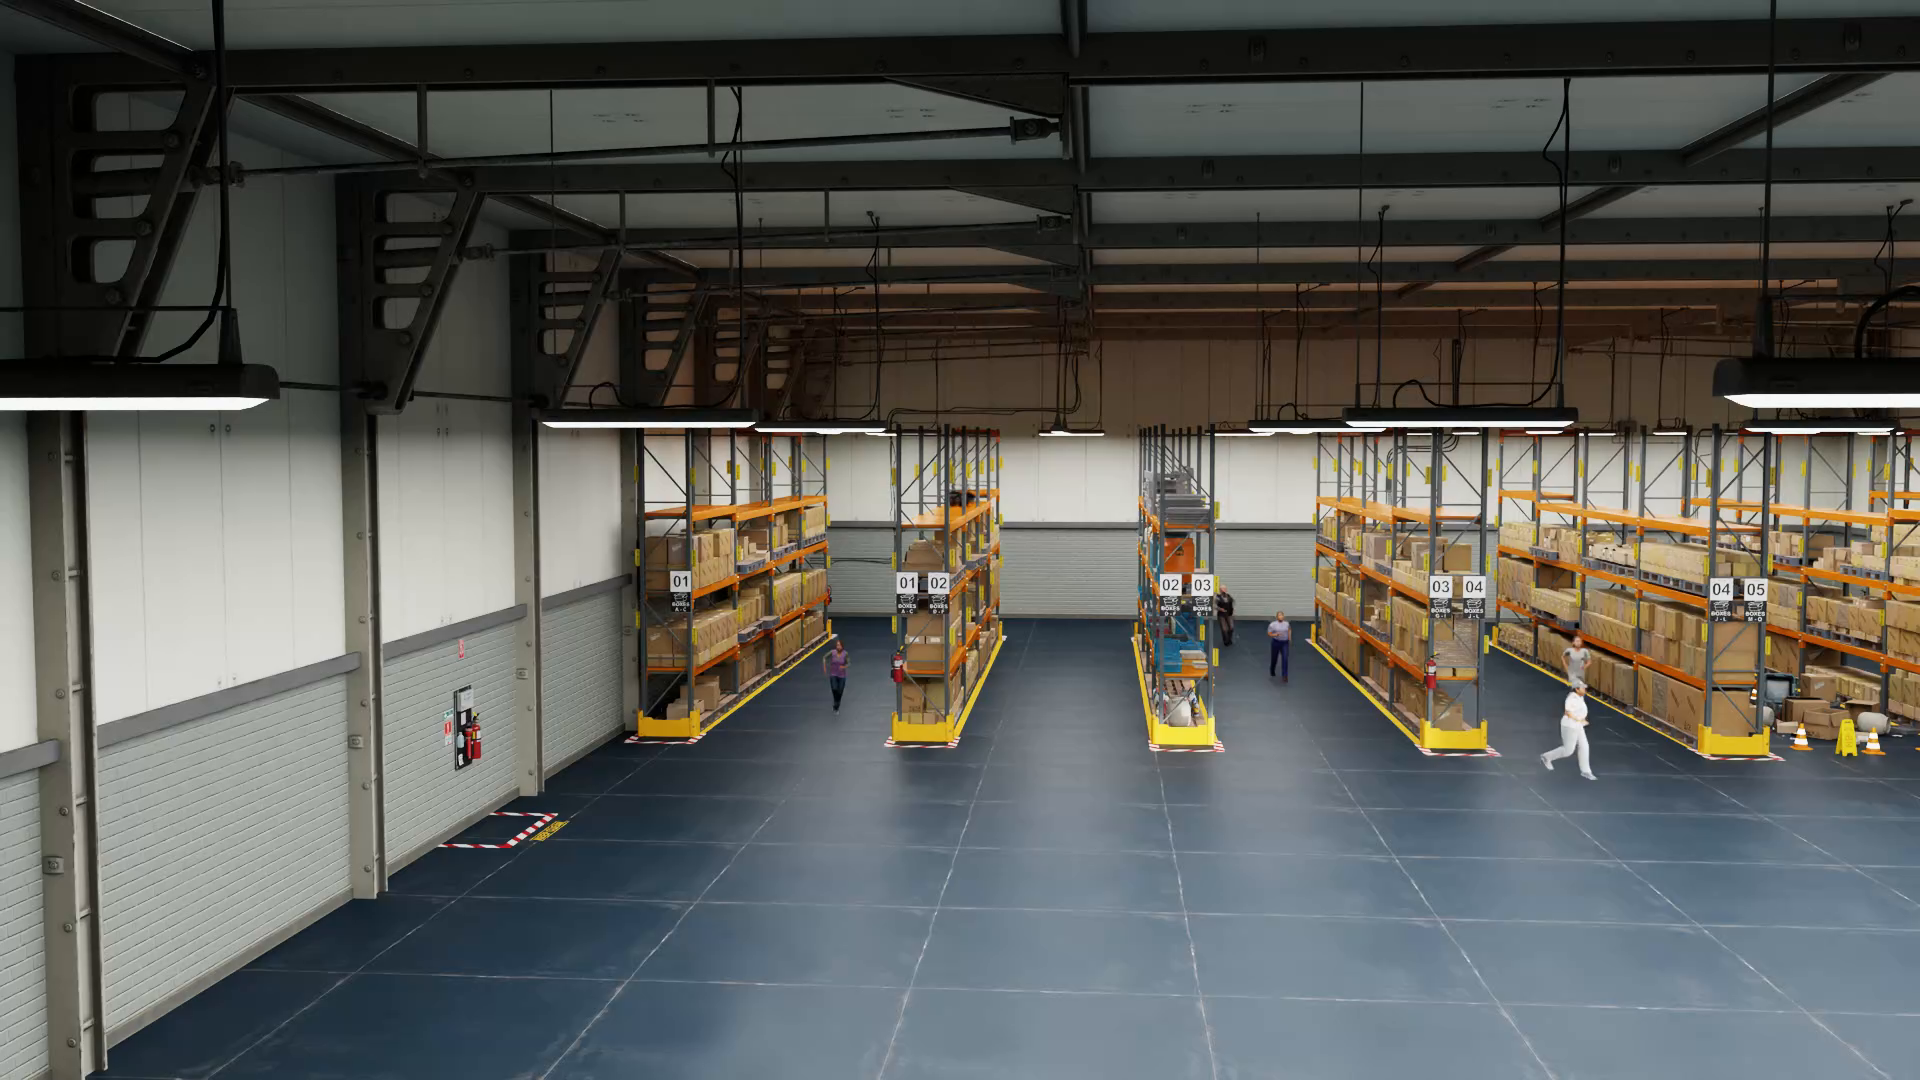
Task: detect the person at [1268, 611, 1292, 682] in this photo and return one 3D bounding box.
[{"bbox_3d":[7.564,2.500,39.293,0.607,1.620,0.941,0,3,0],"label":"person"}]

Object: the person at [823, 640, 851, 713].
[{"bbox_3d":[-2.549,2.842,34.445,0.569,1.548,0.681,0,3,-5],"label":"person"}]

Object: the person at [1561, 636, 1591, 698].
[{"bbox_3d":[12.725,2.807,34.308,0.534,1.682,1.115,0,3,1],"label":"person"}]

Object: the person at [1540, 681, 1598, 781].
[{"bbox_3d":[10.329,3.195,28.104,0.932,1.666,0.629,2,4,32],"label":"person"}]

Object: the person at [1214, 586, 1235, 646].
[{"bbox_3d":[7.282,2.089,45.724,0.692,1.680,0.546,0,4,-8],"label":"person"}]
